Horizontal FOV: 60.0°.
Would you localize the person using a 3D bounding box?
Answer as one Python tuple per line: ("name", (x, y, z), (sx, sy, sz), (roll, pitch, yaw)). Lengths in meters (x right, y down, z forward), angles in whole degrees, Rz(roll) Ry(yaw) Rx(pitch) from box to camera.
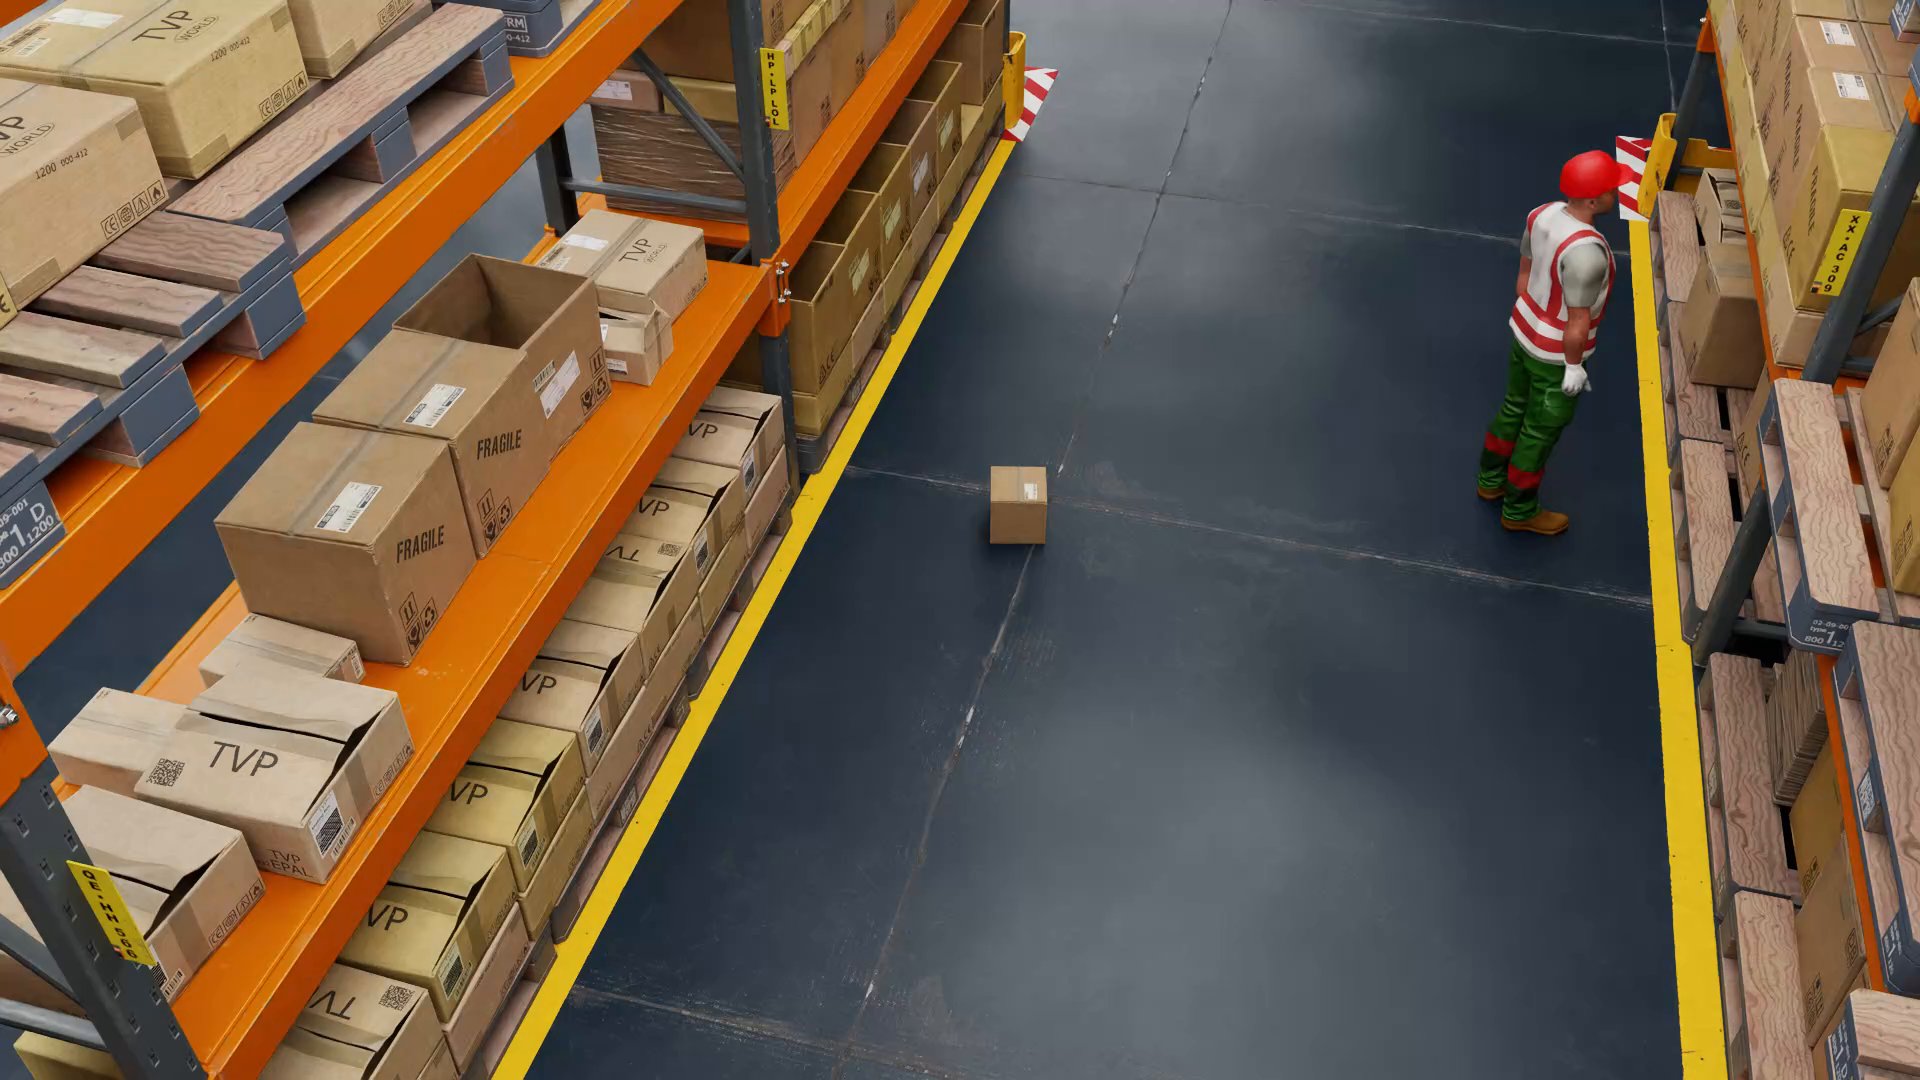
("person", (2.548, -0.848, 7.123), (0.369, 1.795, 0.534), (-7, 41, -8))
